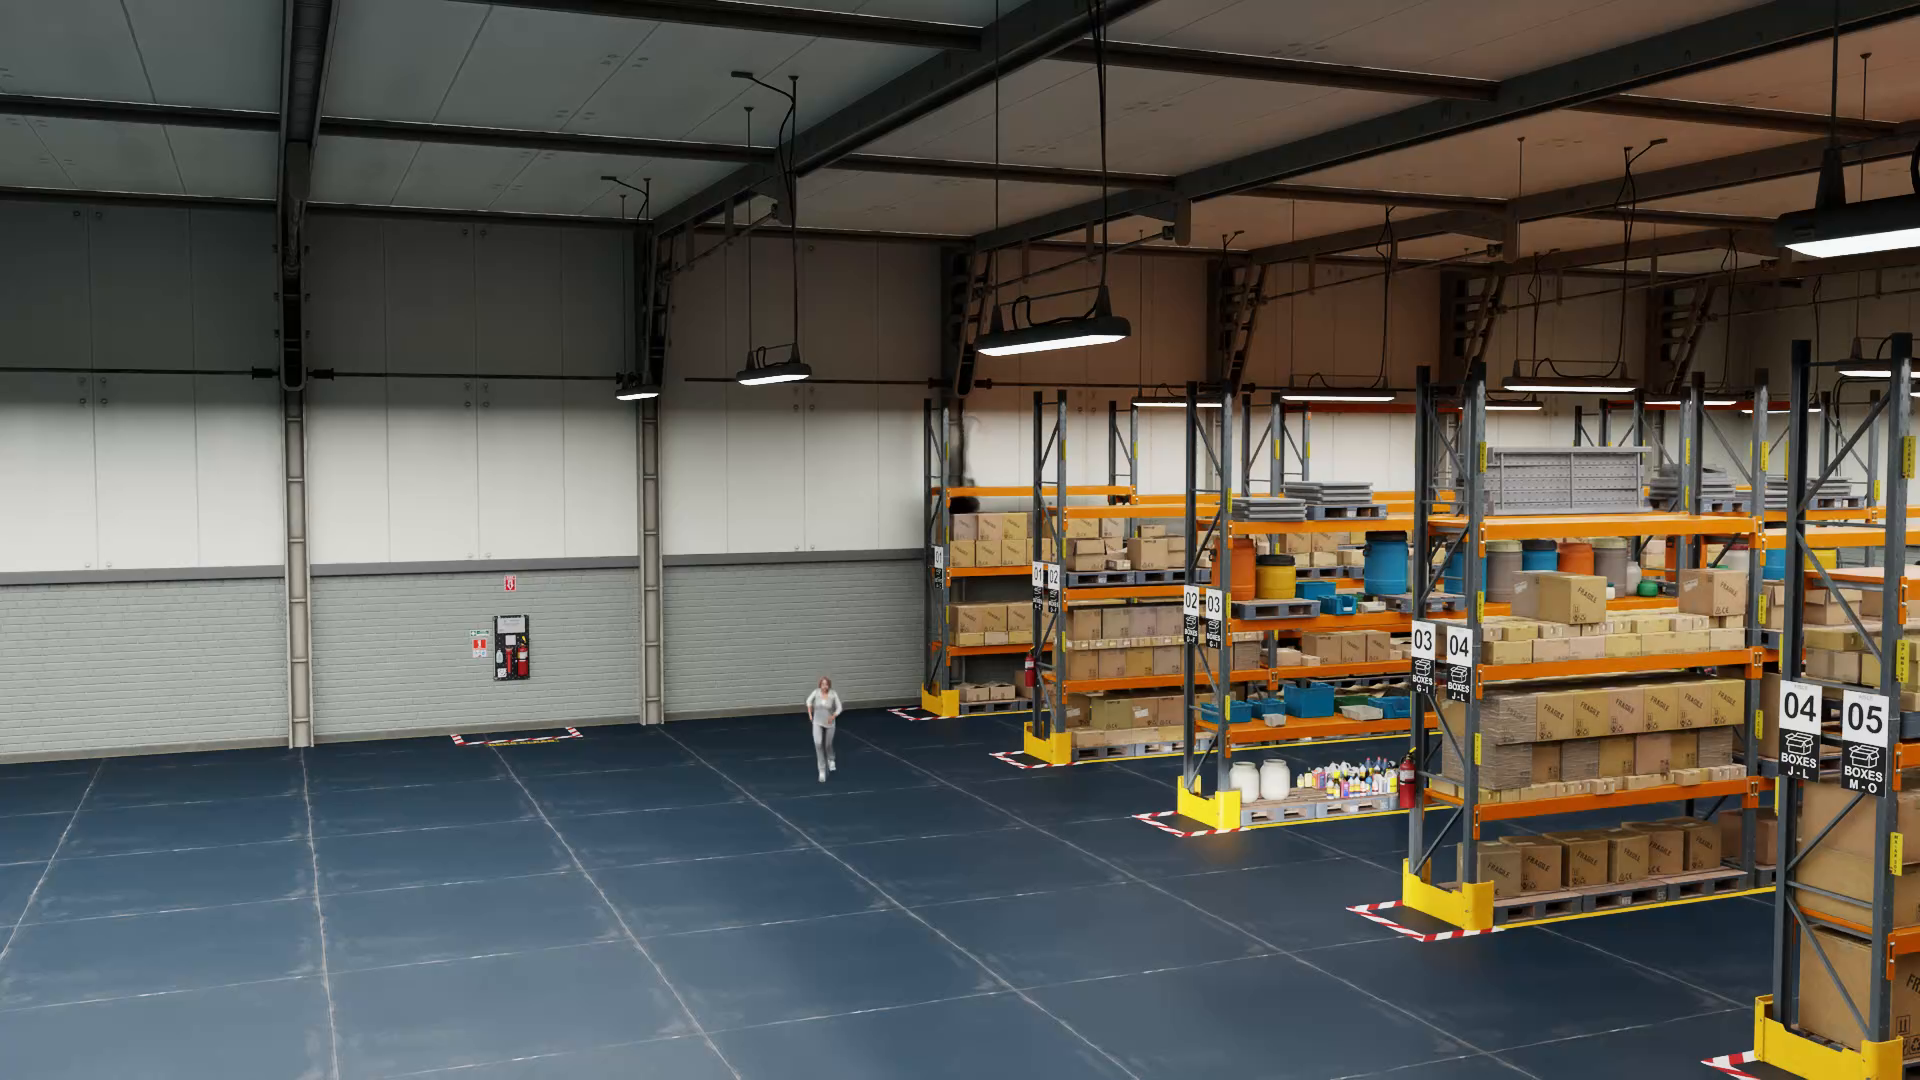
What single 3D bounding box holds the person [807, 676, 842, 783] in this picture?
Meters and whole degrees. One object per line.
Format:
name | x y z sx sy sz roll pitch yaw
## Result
person | -2.085 2.865 25.610 0.556 1.589 0.893 0 3 0
